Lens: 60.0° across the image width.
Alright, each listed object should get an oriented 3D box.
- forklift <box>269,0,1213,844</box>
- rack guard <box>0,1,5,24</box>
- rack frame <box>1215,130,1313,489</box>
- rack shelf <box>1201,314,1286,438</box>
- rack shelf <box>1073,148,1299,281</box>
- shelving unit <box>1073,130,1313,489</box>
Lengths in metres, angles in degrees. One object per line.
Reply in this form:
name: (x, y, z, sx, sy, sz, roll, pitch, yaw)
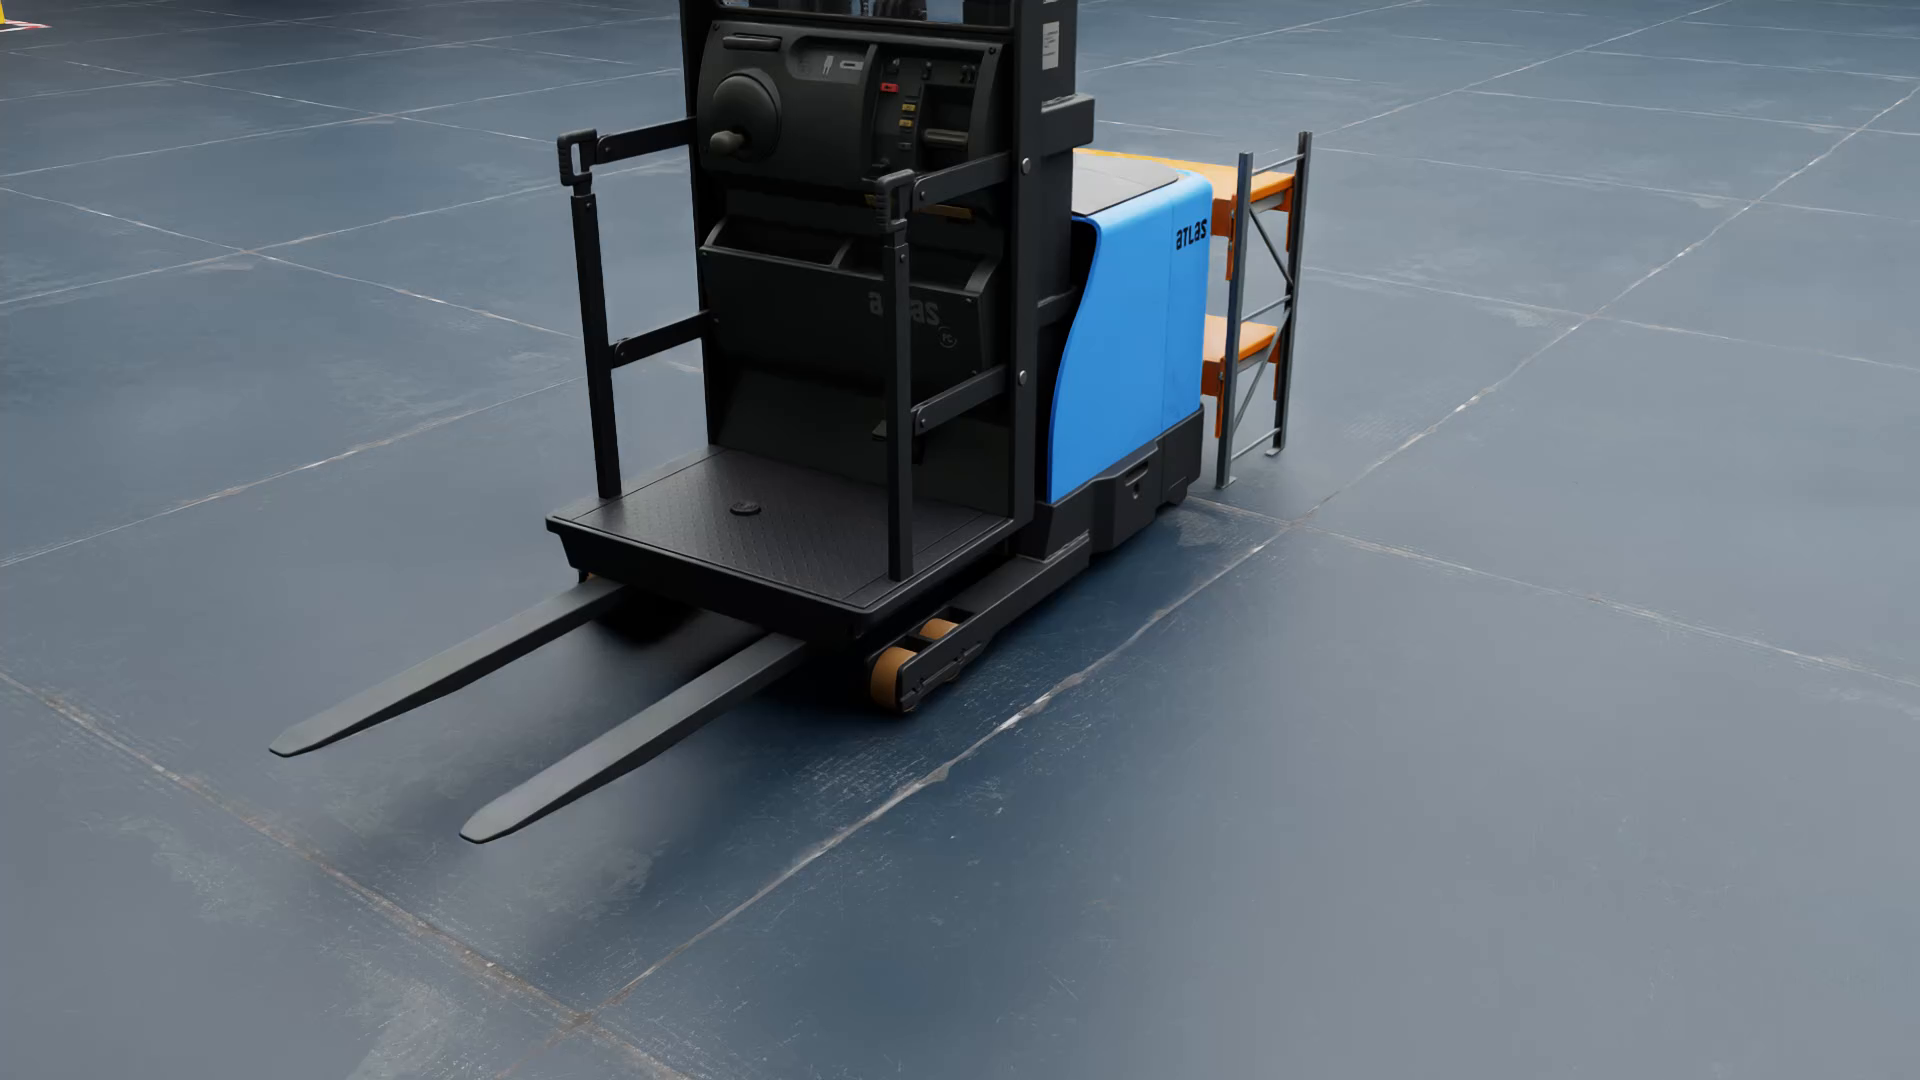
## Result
forklift: (-0.418, -1.117, 4.150, 1.130, 2.935, 3.031, 15, 28, 30)
rack guard: (-10.702, -5.626, 17.399, 0.348, 0.500, 1.175, 17, 29, 33)
rack frame: (1.024, -0.773, 5.605, 0.032, 1.125, 0.500, 16, 28, 31)
rack shelf: (0.604, -0.666, 5.966, 1.000, 0.278, 0.538, 16, 28, 31)
rack shelf: (0.607, -1.159, 5.753, 1.000, 0.278, 0.538, 16, 28, 31)
shelving unit: (0.605, -0.890, 5.869, 1.048, 1.125, 0.538, 16, 28, 31)
